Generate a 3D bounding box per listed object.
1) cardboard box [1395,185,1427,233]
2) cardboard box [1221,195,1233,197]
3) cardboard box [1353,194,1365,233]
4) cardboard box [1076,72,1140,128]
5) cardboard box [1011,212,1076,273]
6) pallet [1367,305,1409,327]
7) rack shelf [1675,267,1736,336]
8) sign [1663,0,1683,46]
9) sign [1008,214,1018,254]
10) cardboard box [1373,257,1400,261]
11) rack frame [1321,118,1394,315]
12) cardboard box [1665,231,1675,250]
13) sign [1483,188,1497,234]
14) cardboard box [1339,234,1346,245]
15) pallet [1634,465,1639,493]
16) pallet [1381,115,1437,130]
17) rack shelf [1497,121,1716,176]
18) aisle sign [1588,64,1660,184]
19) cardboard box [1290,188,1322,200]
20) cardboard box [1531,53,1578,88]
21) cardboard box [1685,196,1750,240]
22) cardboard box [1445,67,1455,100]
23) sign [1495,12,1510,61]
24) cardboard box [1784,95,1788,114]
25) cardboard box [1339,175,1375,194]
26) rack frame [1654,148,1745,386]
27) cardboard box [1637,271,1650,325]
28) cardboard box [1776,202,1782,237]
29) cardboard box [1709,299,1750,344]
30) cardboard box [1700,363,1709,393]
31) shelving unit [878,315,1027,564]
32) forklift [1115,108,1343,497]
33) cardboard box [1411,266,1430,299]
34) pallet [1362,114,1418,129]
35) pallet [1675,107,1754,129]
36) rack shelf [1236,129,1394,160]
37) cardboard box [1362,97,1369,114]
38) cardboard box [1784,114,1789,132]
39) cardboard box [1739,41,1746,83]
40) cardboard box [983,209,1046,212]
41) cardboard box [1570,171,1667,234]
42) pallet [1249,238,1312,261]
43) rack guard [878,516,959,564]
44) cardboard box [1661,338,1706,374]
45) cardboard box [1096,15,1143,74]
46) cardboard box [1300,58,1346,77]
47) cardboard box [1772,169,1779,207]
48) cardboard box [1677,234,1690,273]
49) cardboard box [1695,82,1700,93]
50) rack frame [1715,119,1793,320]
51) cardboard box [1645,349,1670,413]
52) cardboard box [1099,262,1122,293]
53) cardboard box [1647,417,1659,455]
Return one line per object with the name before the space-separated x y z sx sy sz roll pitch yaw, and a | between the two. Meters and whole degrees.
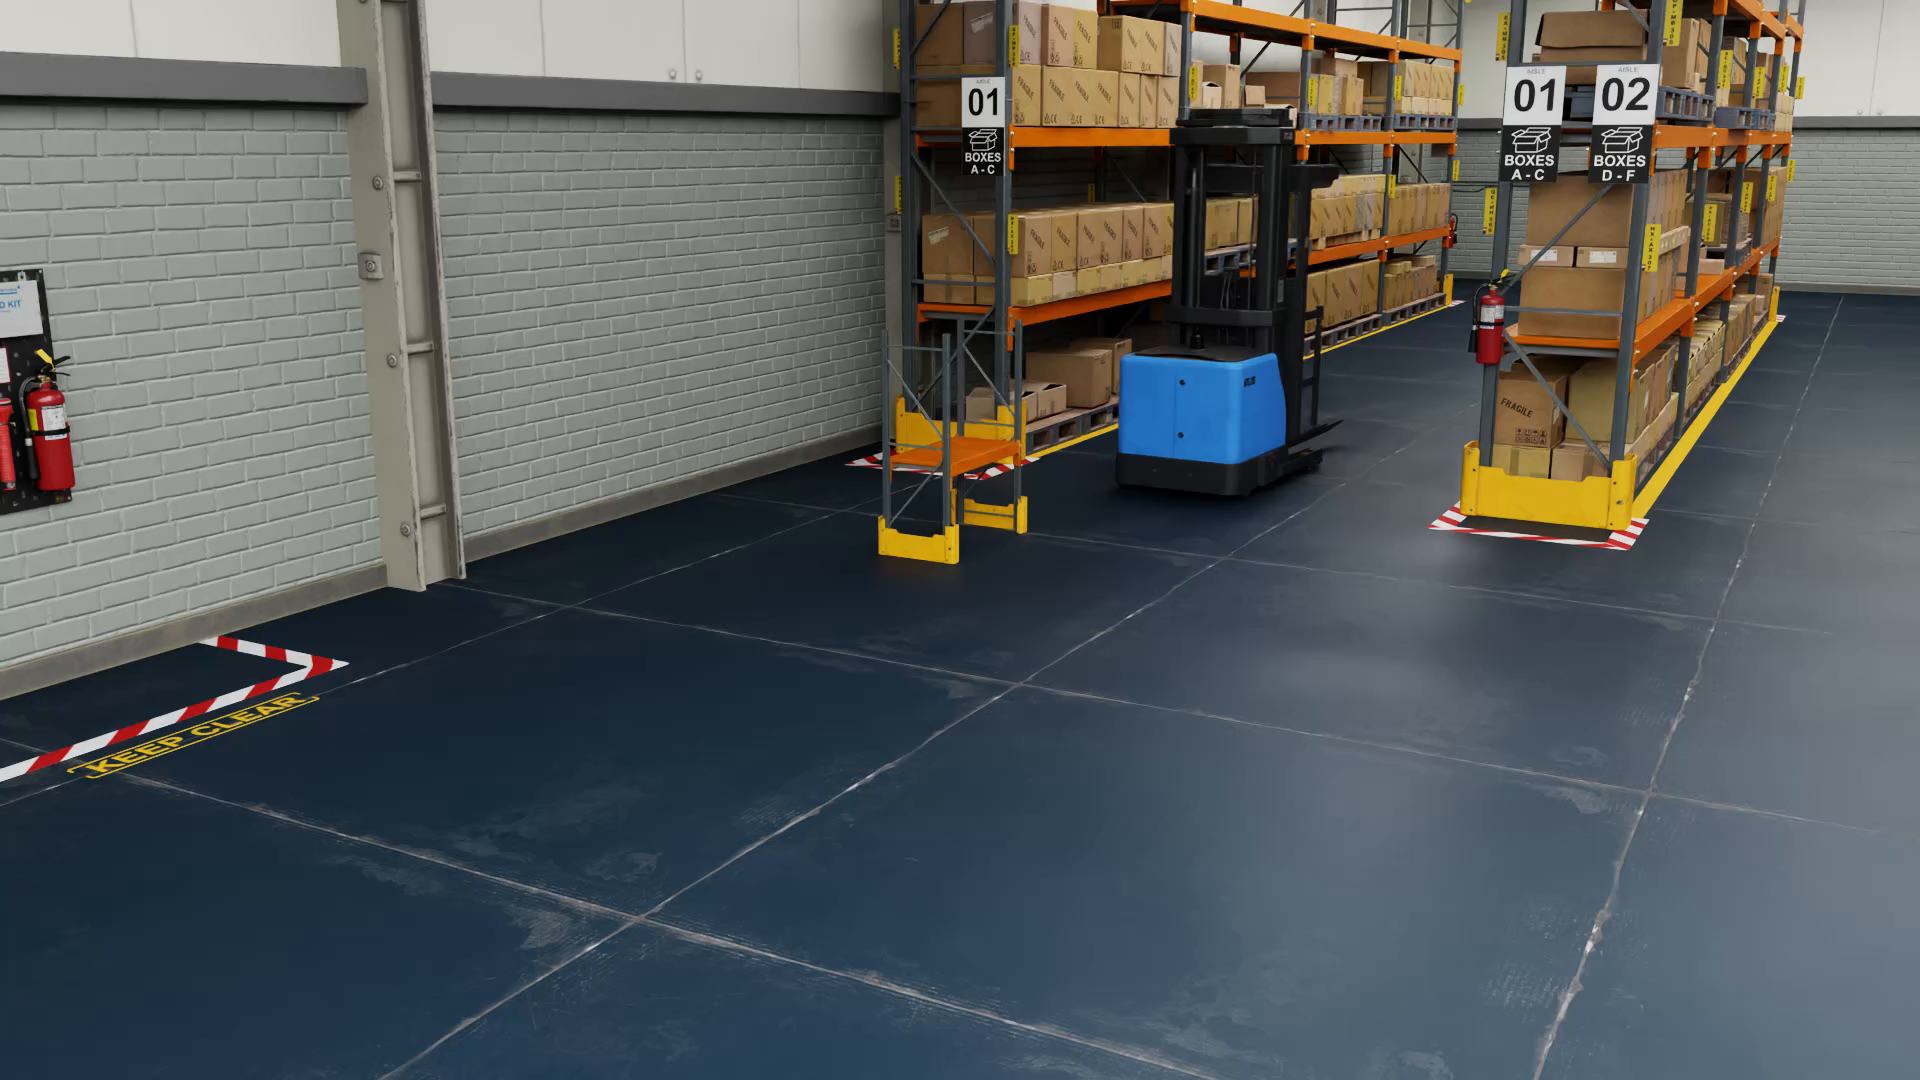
cardboard box | 6.741 -5.204 26.081 0.980 0.700 0.700 7 15 25
cardboard box | 3.611 -3.994 20.547 0.700 0.500 0.500 5 15 21
cardboard box | 5.272 -4.521 22.997 0.500 0.500 0.500 7 15 28
cardboard box | 1.378 -4.173 15.786 0.500 0.500 0.500 7 15 26
cardboard box | 0.704 -2.653 14.816 0.500 0.500 0.500 7 15 28
pallet | 6.199 -3.441 25.356 1.003 0.211 1.213 7 15 28
rack shelf | 7.201 -2.508 17.073 1.077 0.370 4.000 7 15 28
sign | 4.783 -3.485 11.153 0.100 0.325 0.005 7 15 28
sign | 0.437 -2.547 13.851 0.100 0.325 0.005 7 15 28
cardboard box | 6.843 -4.460 26.688 0.380 0.149 0.250 8 16 29
rack frame | 5.763 -4.650 24.419 1.000 3.000 0.127 7 15 28
cardboard box | 5.797 -2.523 14.002 0.380 0.149 0.250 7 15 28
sign | 3.832 -2.369 11.986 0.100 0.325 0.005 7 15 28
cardboard box | 5.057 -4.127 22.744 0.380 0.149 0.250 8 16 30
pallet | 4.633 -0.433 12.880 1.003 0.211 1.213 7 15 28
pallet | 6.759 -6.481 25.804 1.003 0.211 1.213 7 15 28
rack shelf | 5.267 -3.146 13.317 1.077 0.370 4.000 7 15 28
aisle sign | 4.537 -2.843 11.378 0.394 0.787 0.004 7 15 28
cardboard box | 4.289 -4.466 21.168 0.500 0.250 0.500 8 16 29
cardboard box | 4.626 -3.551 12.587 0.500 0.250 0.500 7 15 28
cardboard box | 9.301 -3.972 20.501 0.700 0.500 0.500 3 14 14
cardboard box | 7.582 -7.292 26.589 0.500 0.500 0.500 7 15 28
sign | 3.832 -3.542 11.703 0.100 0.325 0.005 7 15 28
cardboard box | 11.287 -6.096 23.271 0.500 0.250 0.500 7 15 28
cardboard box | 5.506 -4.988 23.334 0.500 0.250 0.500 8 16 29
rack frame | 8.168 -3.268 18.690 1.000 3.000 0.127 7 15 28
cardboard box | 5.032 -1.980 13.131 0.700 0.500 0.500 7 15 28
cardboard box | 11.809 -4.729 24.535 0.500 0.500 0.500 8 15 29
cardboard box | 9.625 -2.751 20.938 0.500 0.500 0.500 8 16 29
cardboard box | 7.389 -1.685 17.095 0.500 0.250 0.500 8 16 29
shelving unit | -0.037 -0.713 11.293 0.587 1.500 1.083 7 15 28
forklift | 2.422 -2.049 13.780 1.130 2.935 3.031 8 16 30
cardboard box | 7.204 -4.202 26.999 0.700 0.500 0.500 7 15 28
pallet | 6.168 -6.231 24.770 1.003 0.211 1.213 7 15 28
pallet | 7.380 -4.256 16.788 1.003 0.211 1.213 8 16 31
rack shelf | 4.796 -5.348 22.450 1.077 0.370 4.000 7 15 28
cardboard box | 5.889 -6.455 24.717 0.500 0.250 0.500 8 15 29
cardboard box | 11.536 -5.954 23.751 0.500 0.250 0.500 7 15 28
cardboard box | 8.877 -5.559 19.446 0.500 0.500 0.500 7 15 28
cardboard box | 0.502 -2.818 15.501 0.500 0.500 0.500 7 15 27
cardboard box | 5.297 -2.726 13.461 0.700 0.500 0.500 7 15 28
pallet | 3.578 -3.577 20.381 1.213 0.211 1.003 7 15 28
rack guard | -0.278 -0.004 11.016 0.587 0.250 0.087 7 15 28
cardboard box | 7.148 -1.853 16.593 0.500 0.311 0.500 7 15 26
cardboard box | 1.392 -4.655 15.654 0.500 0.500 0.500 7 15 26
cardboard box | 4.969 -6.454 22.753 0.500 0.250 0.500 7 15 26
cardboard box | 11.073 -4.900 23.111 0.500 0.500 0.500 7 15 26
cardboard box | 6.874 -2.760 16.369 0.500 0.500 0.500 9 16 32
cardboard box | 6.540 -4.163 15.423 0.500 0.250 0.500 9 16 34
rack frame | 12.035 -4.910 25.499 1.000 3.000 0.127 7 15 28
cardboard box | 5.711 -1.356 14.127 0.500 0.500 0.500 7 15 28
cardboard box | 1.212 -2.504 15.797 0.500 0.250 0.500 8 15 29
cardboard box | 5.481 -0.887 13.783 0.500 0.250 0.500 7 15 28
